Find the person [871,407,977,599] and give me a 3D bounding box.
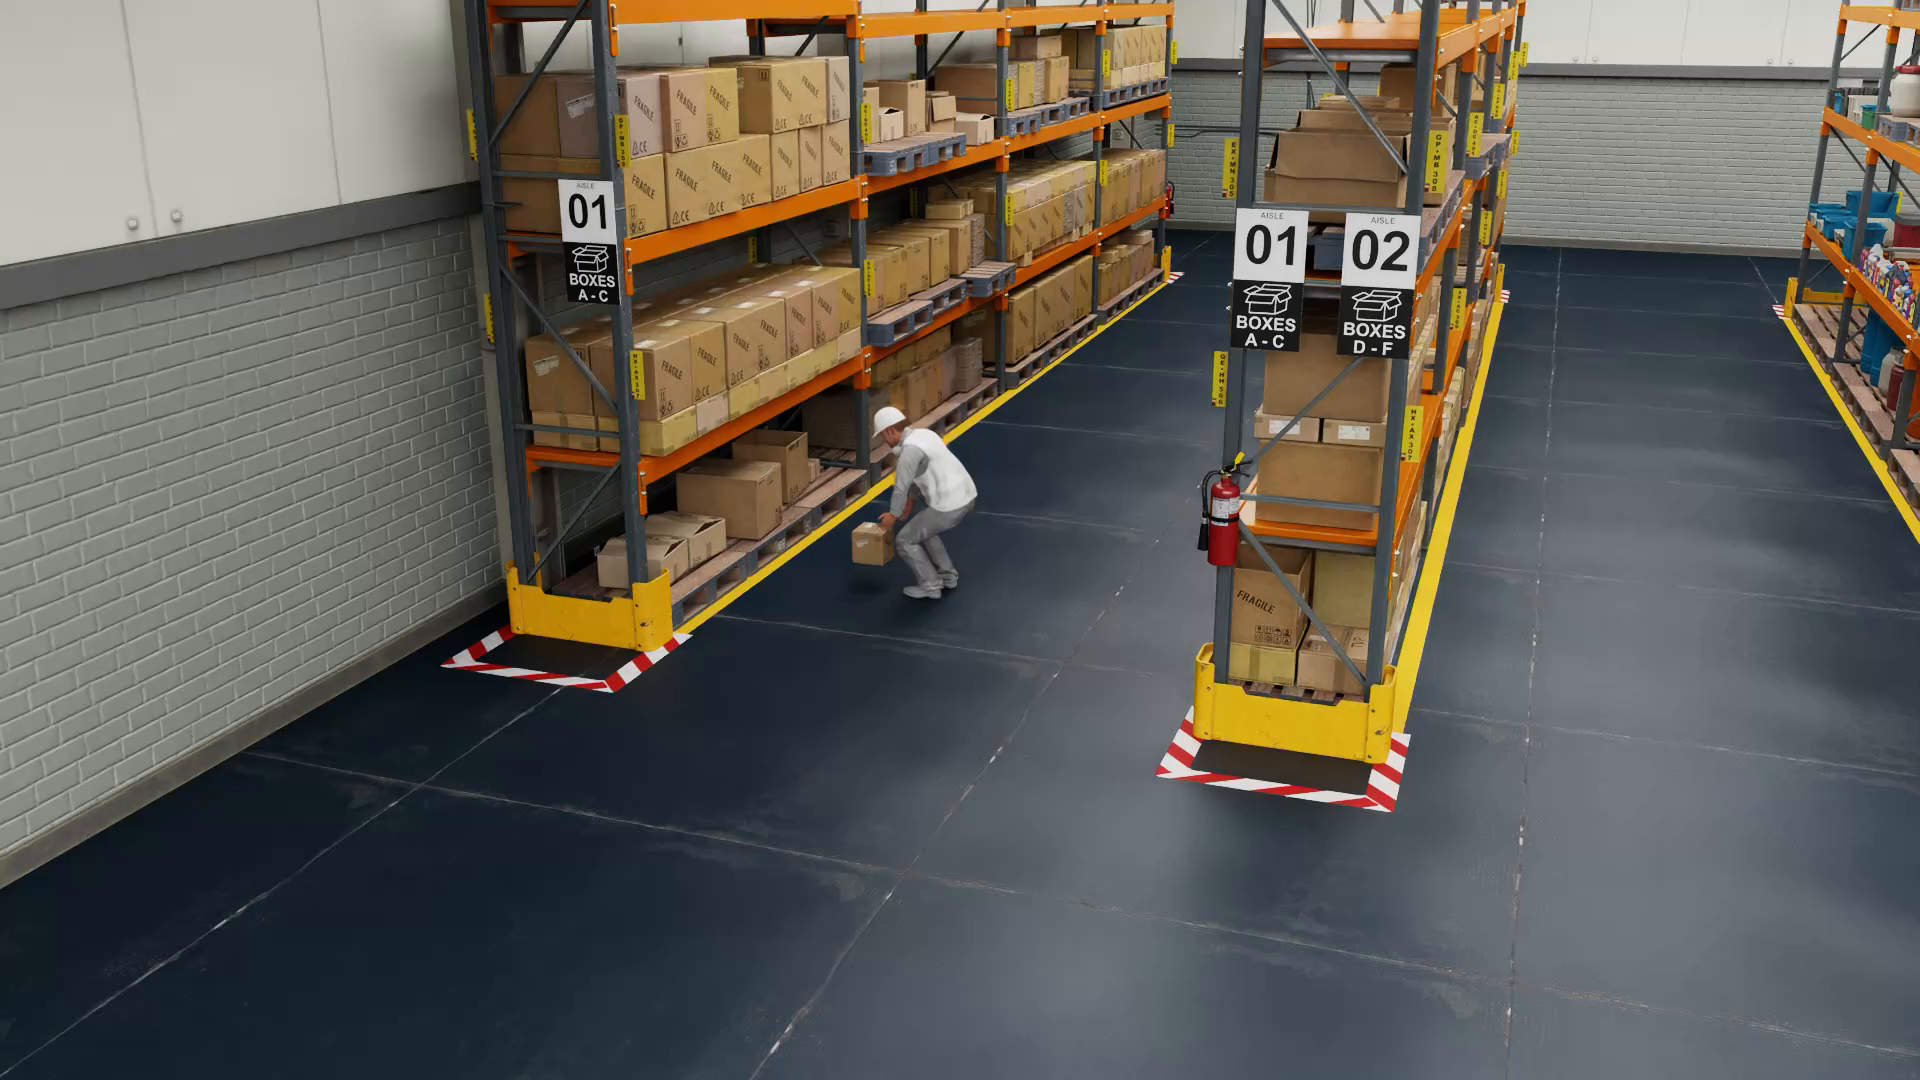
[{"bbox_3d":[-0.278,-0.281,12.420,0.768,1.422,0.592,6,20,18],"label":"person"}]
